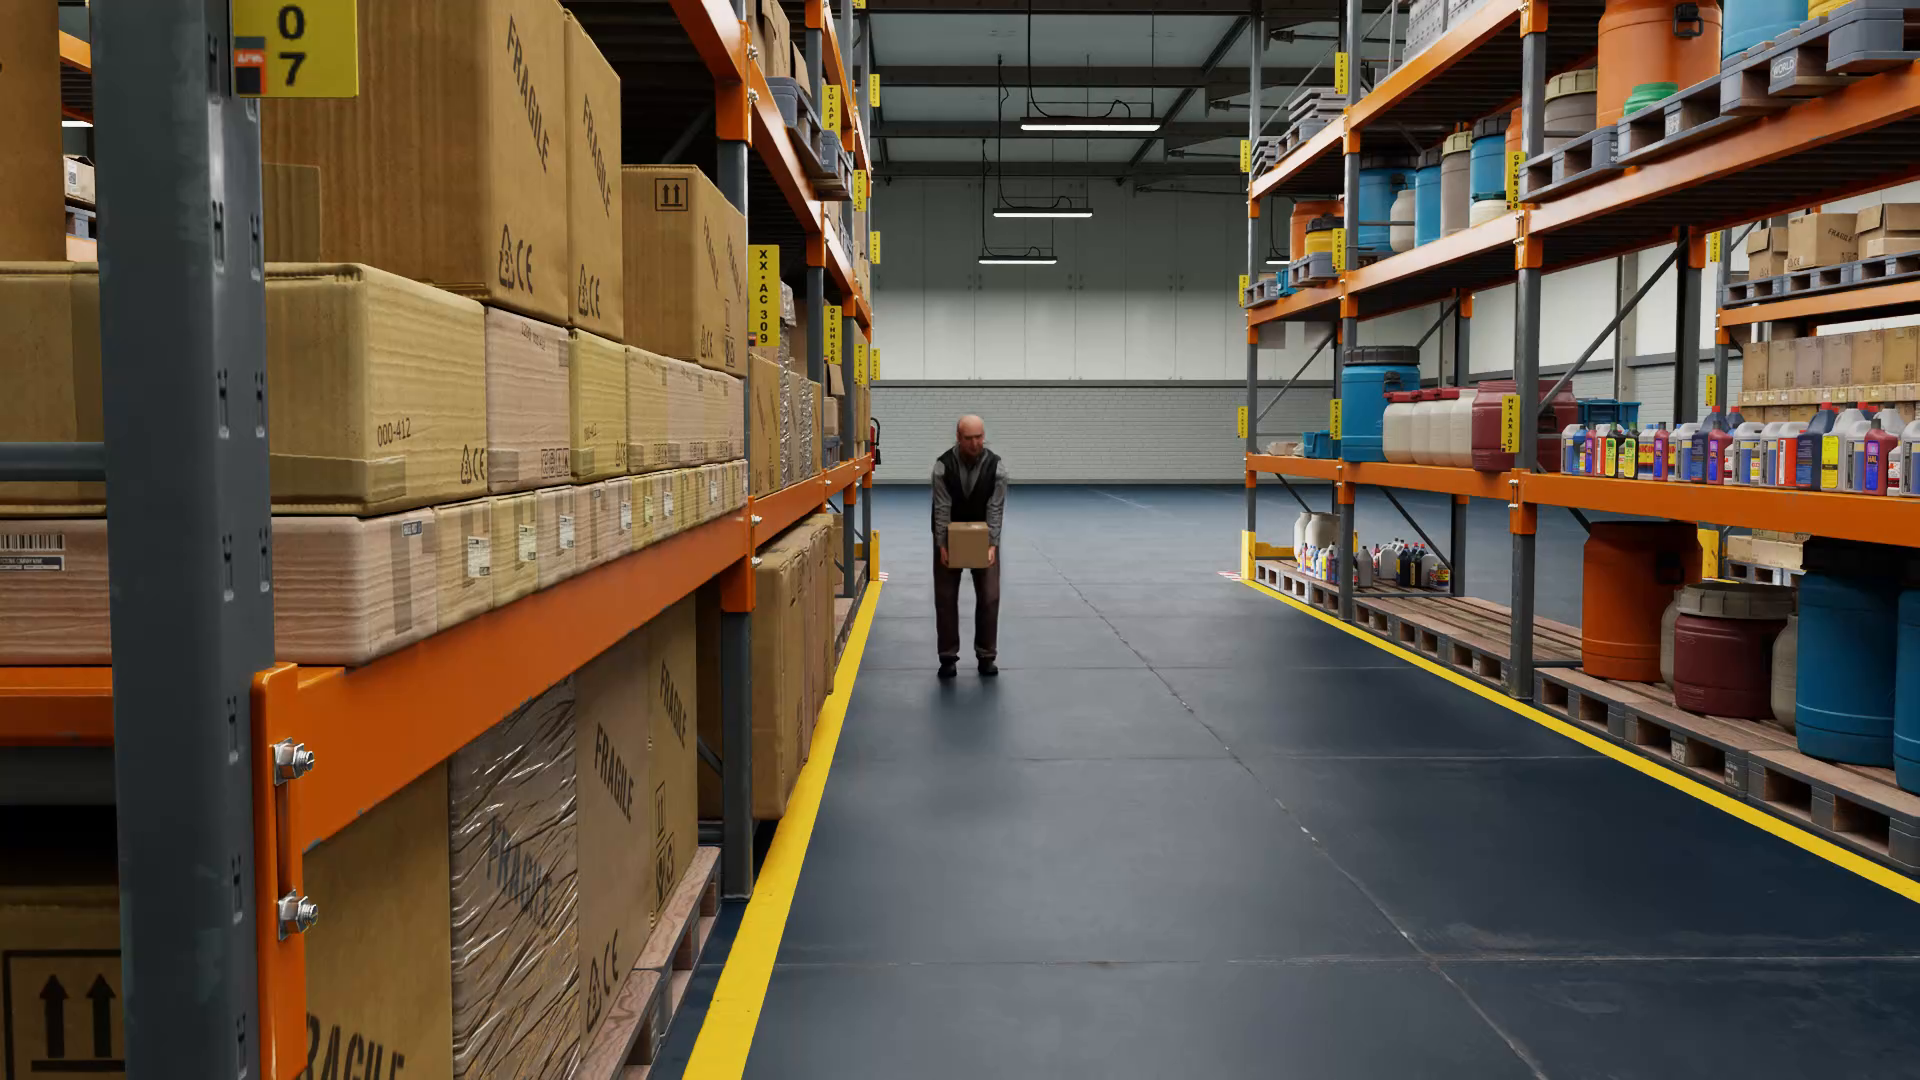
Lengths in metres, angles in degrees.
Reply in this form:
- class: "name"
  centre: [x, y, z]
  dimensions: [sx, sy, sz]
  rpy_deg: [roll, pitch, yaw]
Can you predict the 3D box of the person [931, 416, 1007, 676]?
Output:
- class: "person"
  centre: [0.056, 0.037, 10.523]
  dimensions: [0.471, 1.640, 0.612]
  rpy_deg: [0, 4, -2]
